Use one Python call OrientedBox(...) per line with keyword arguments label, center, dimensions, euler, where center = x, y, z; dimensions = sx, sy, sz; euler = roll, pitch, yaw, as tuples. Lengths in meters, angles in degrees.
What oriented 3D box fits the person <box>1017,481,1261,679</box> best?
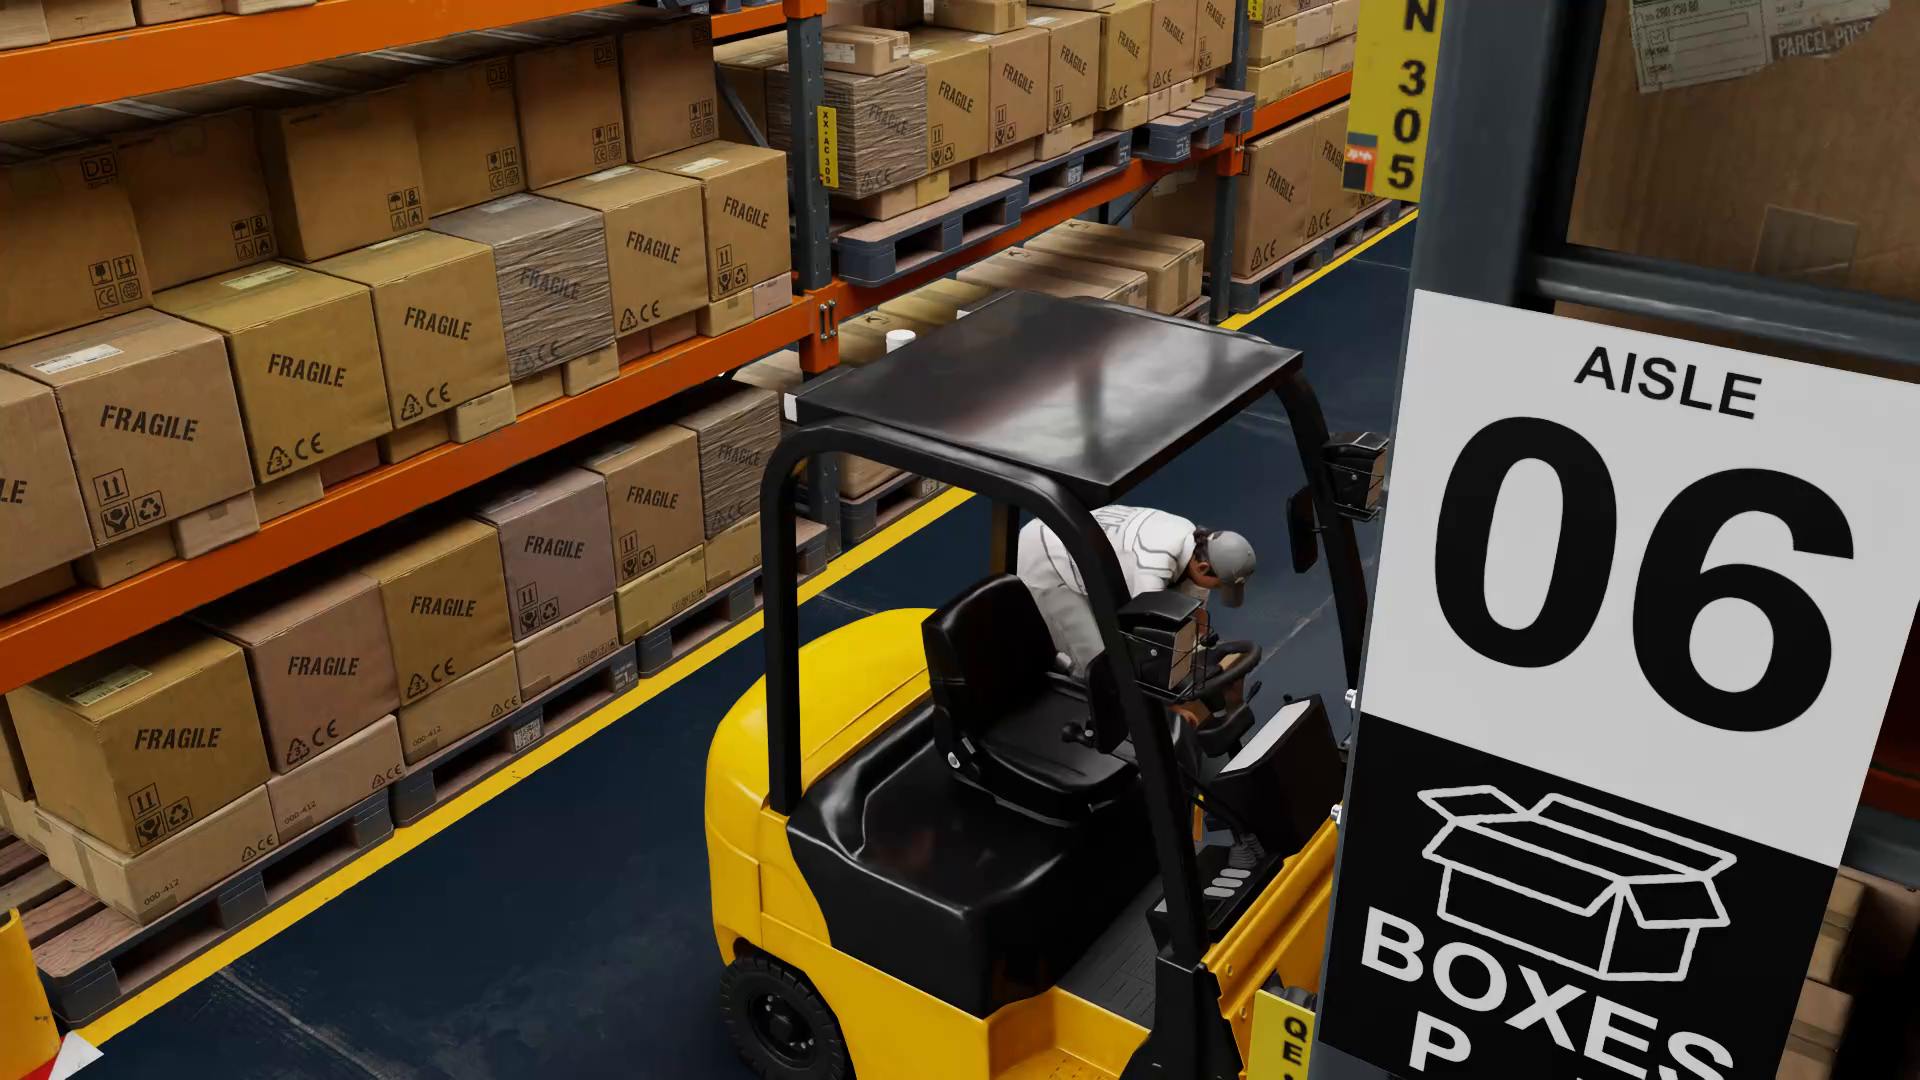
OrientedBox(label="person", center=(0.634, 0.274, 6.170), dimensions=(0.925, 1.132, 0.484), euler=(16, 31, 28))
